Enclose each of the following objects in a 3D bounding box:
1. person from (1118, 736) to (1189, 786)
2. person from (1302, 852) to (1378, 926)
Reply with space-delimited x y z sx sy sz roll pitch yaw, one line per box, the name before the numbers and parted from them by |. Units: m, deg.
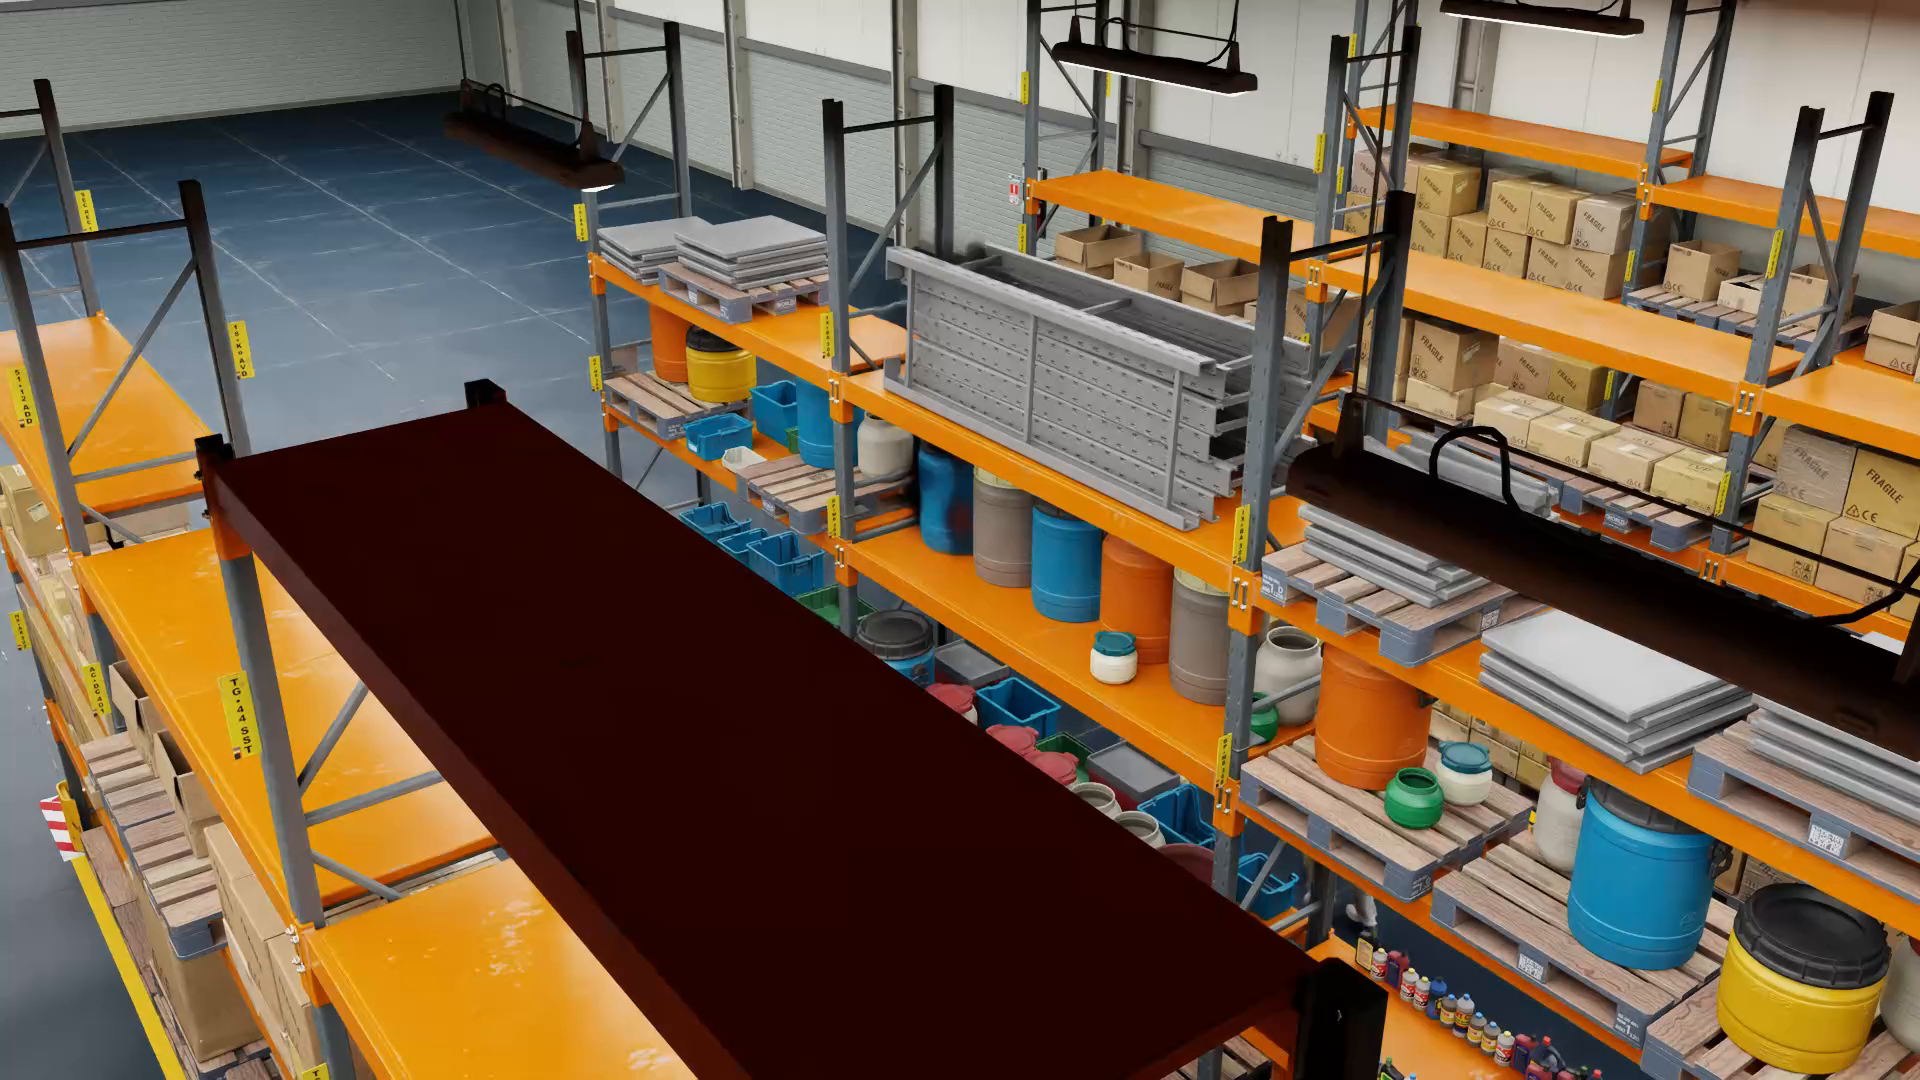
person | 1.609 1.917 13.041 0.678 1.514 1.209 -3 25 -6
person | 2.860 2.106 12.446 0.519 1.714 0.812 -15 29 -29
